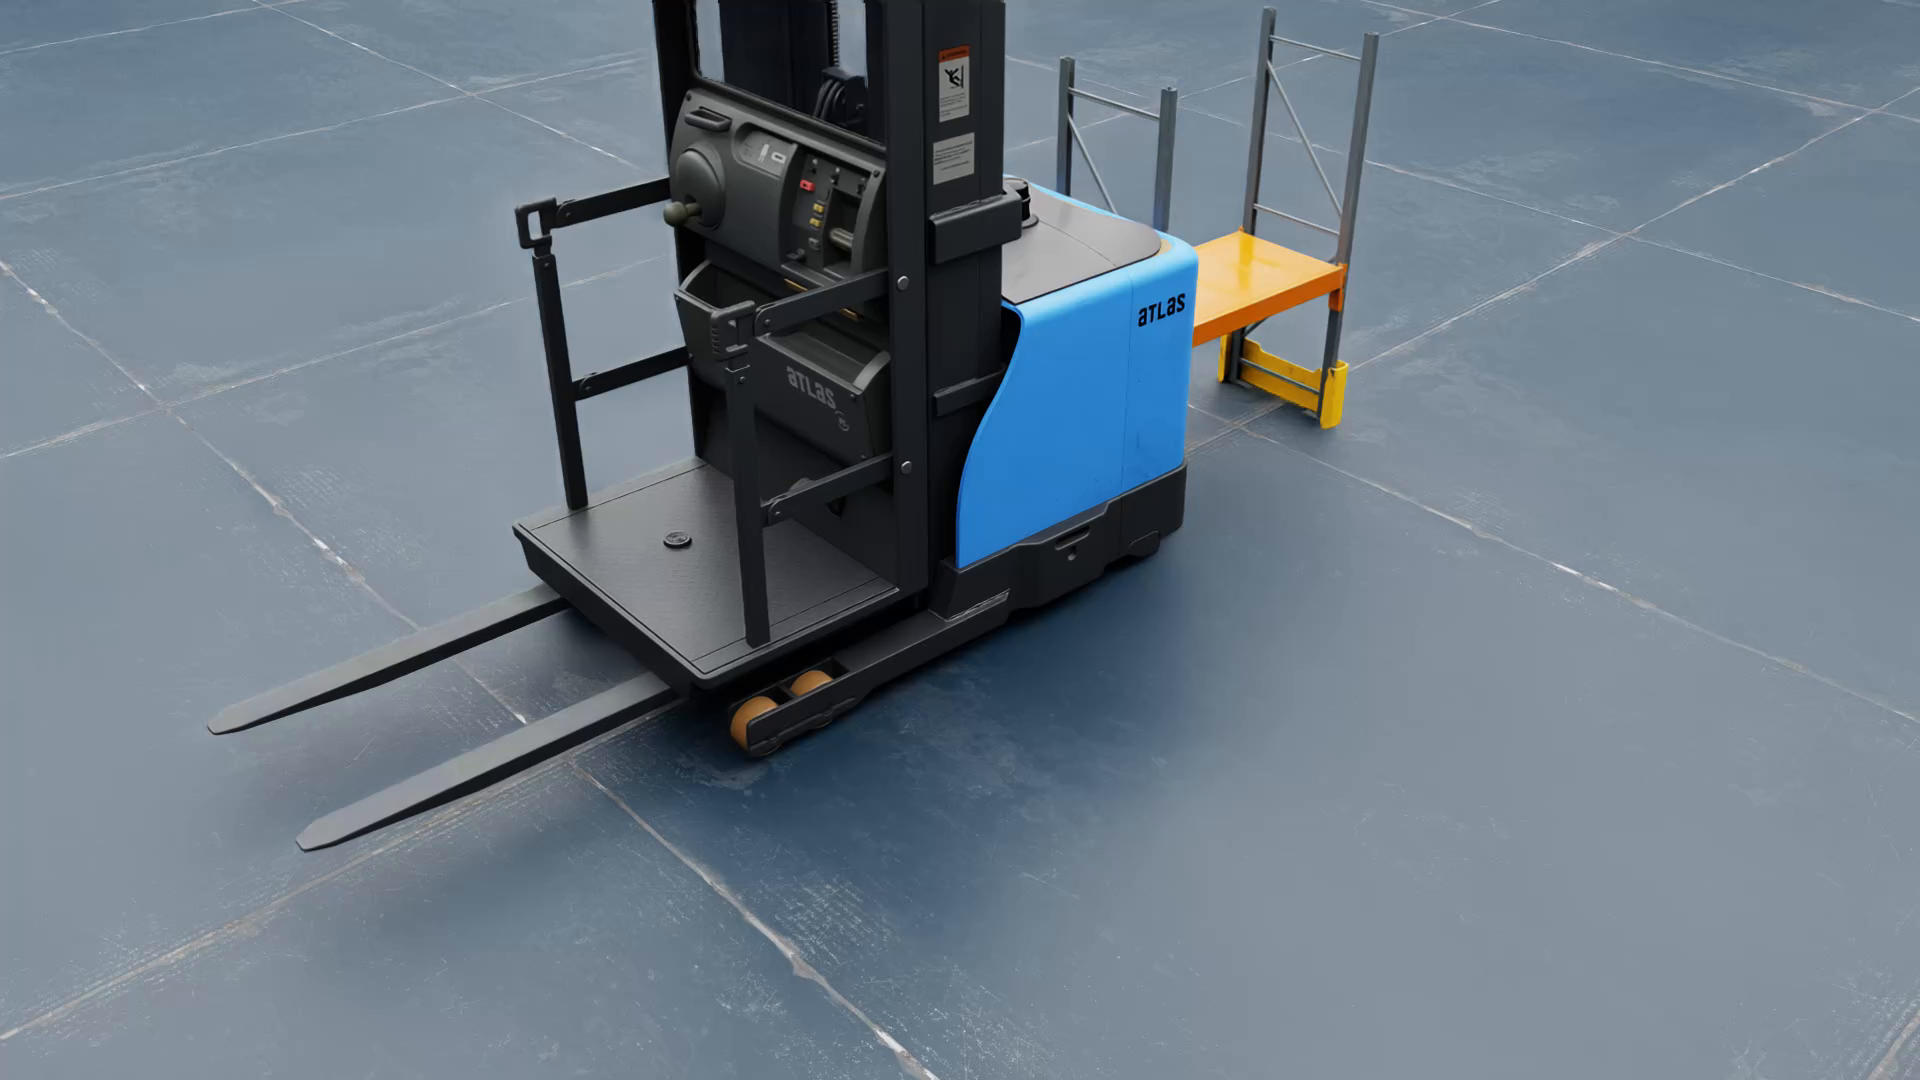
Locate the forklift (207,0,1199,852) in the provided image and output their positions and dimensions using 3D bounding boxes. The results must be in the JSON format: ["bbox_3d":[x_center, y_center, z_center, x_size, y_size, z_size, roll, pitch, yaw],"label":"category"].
[{"bbox_3d":[-0.680,-0.945,4.486,3.031,2.935,1.130,-24,39,-34],"label":"forklift"}]

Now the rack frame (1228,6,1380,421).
[{"bbox_3d":[1.273,-1.200,6.274,0.032,1.500,0.500,-24,39,-34],"label":"rack frame"}]

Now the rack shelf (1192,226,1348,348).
[{"bbox_3d":[0.888,-0.873,6.085,1.000,0.185,0.538,-24,39,-34],"label":"rack shelf"}]

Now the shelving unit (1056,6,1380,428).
[{"bbox_3d":[0.895,-1.030,5.996,1.083,1.500,0.587,-24,39,-34],"label":"shelving unit"}]

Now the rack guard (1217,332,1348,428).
[{"bbox_3d":[1.272,-0.666,6.600,0.087,0.250,0.587,-24,39,-34],"label":"rack guard"}]

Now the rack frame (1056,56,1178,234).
[{"bbox_3d":[0.503,-0.853,5.708,0.032,1.500,0.500,-24,39,-34],"label":"rack frame"}]
